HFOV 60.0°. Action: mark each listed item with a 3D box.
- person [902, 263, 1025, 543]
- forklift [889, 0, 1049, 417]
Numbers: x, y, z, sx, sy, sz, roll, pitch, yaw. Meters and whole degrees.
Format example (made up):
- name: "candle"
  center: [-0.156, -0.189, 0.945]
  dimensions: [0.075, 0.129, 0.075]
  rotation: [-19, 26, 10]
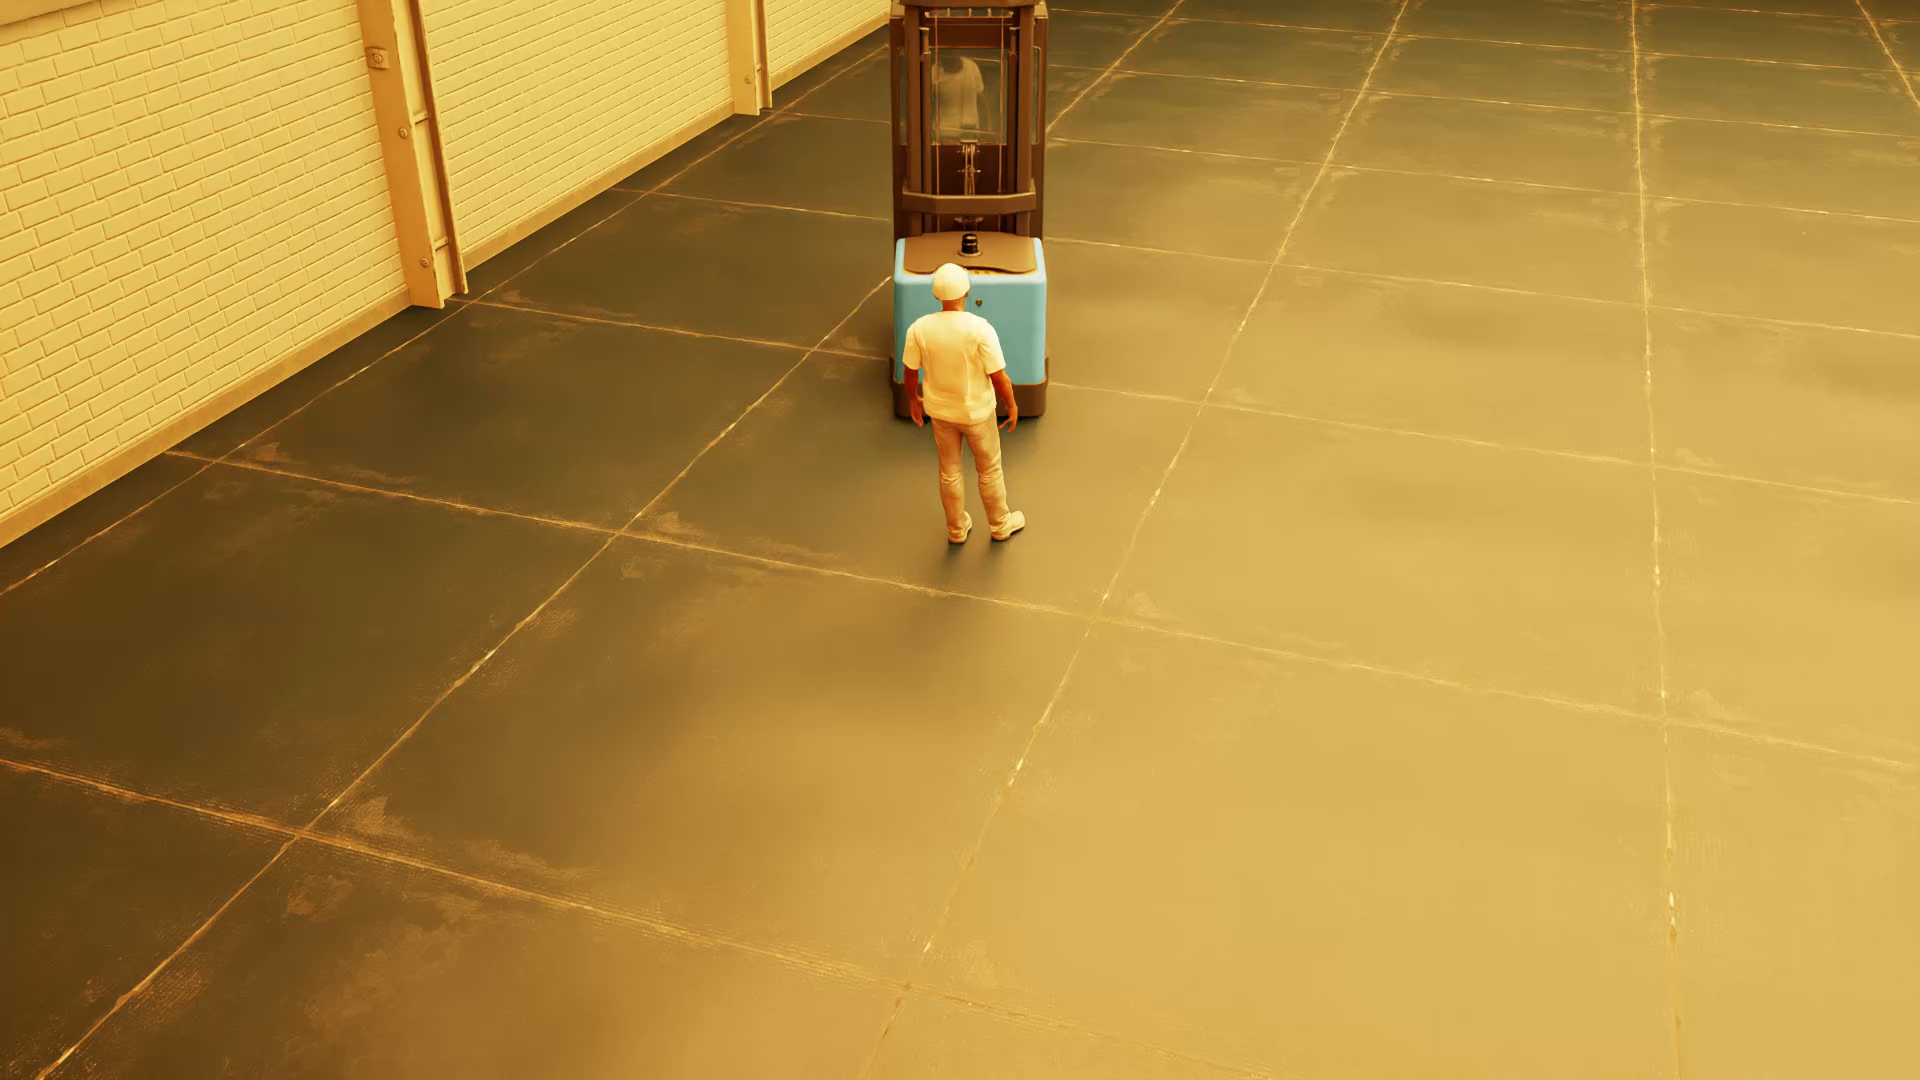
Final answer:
- name: "person"
  center: [0.028, -0.805, 9.710]
  dimensions: [0.666, 1.765, 0.577]
  rotation: [10, 31, 16]
- name: "forklift"
  center: [0.058, -2.810, 12.065]
  dimensions: [1.130, 2.935, 3.031]
  rotation: [0, 30, 0]
